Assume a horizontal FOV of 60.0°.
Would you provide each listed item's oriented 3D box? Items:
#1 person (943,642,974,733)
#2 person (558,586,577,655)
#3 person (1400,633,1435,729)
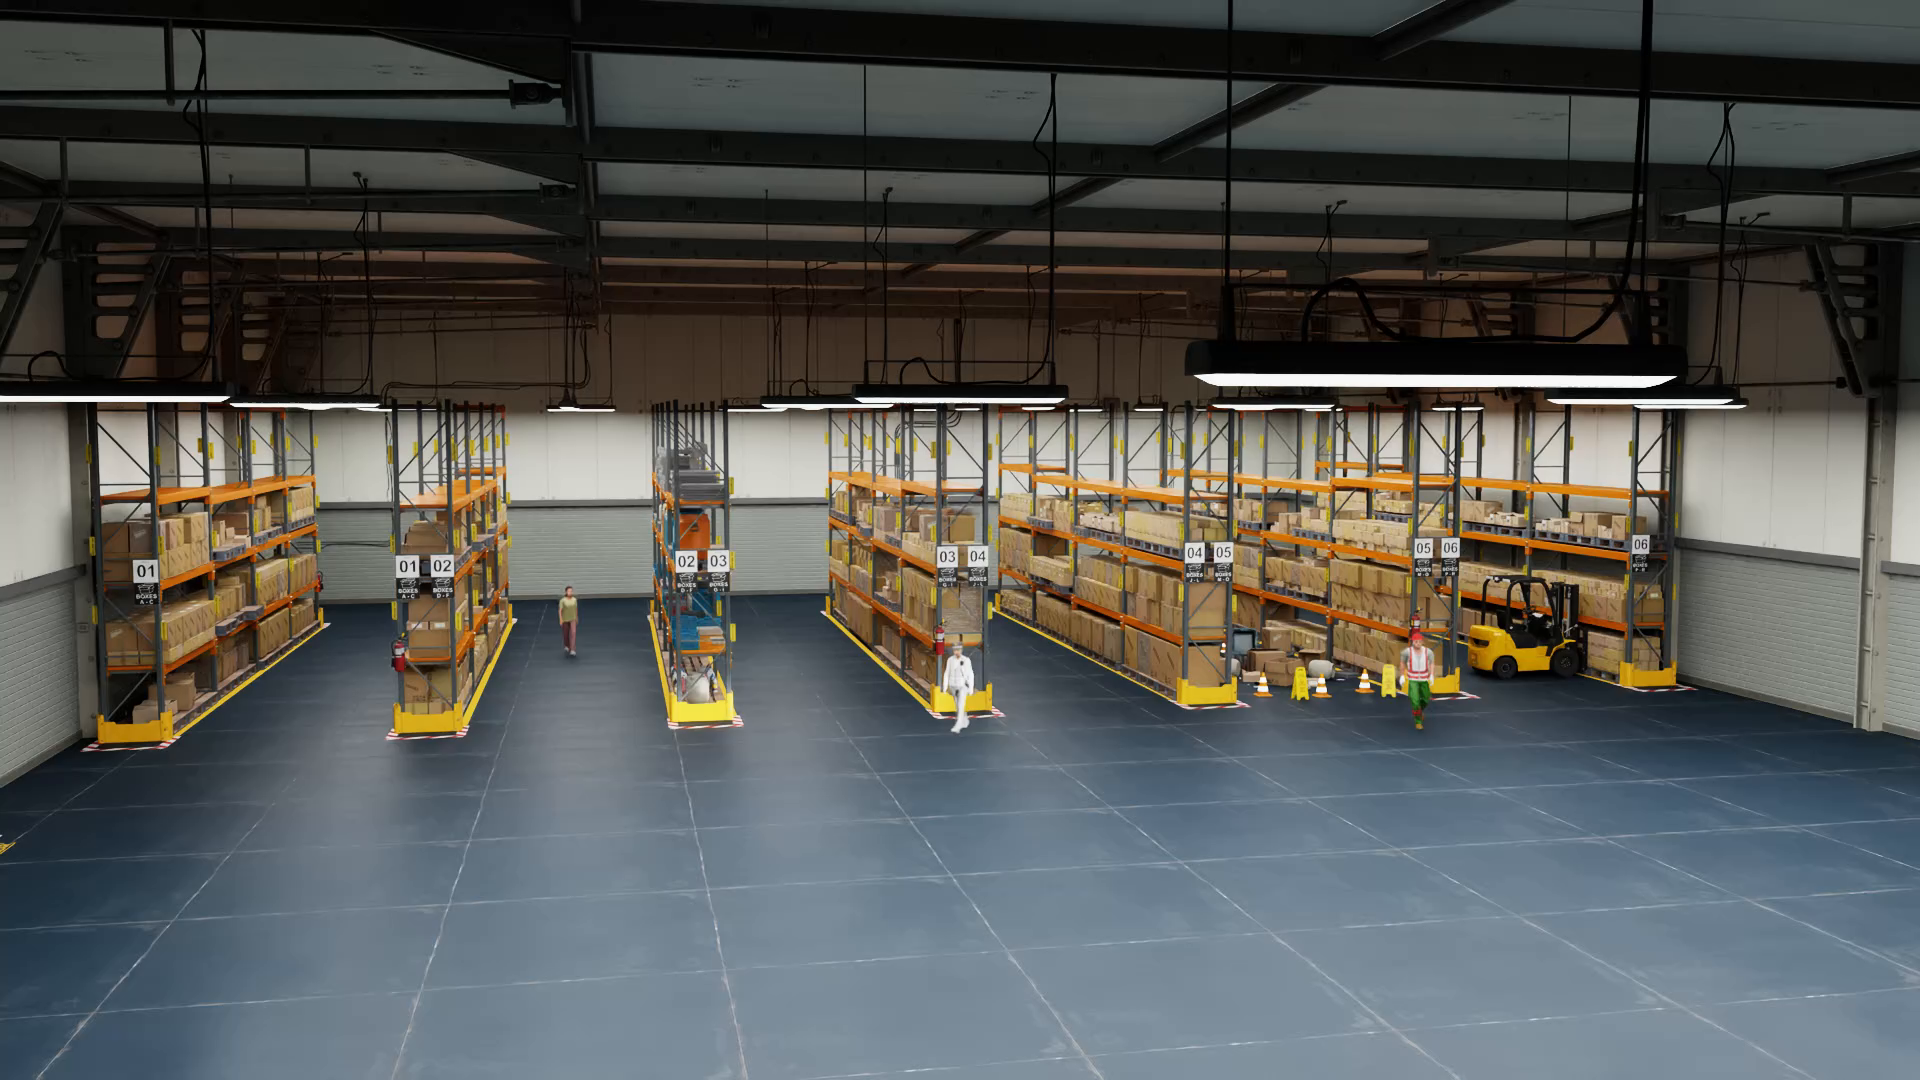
[{"bbox_3d":[-0.038,2.638,29.951,0.516,1.616,1.032,3,5,32],"label":"person"},{"bbox_3d":[-9.365,1.911,39.738,0.445,1.612,1.082,-1,4,-15],"label":"person"},{"bbox_3d":[8.368,2.552,30.487,0.604,1.757,0.738,0,4,4],"label":"person"}]
